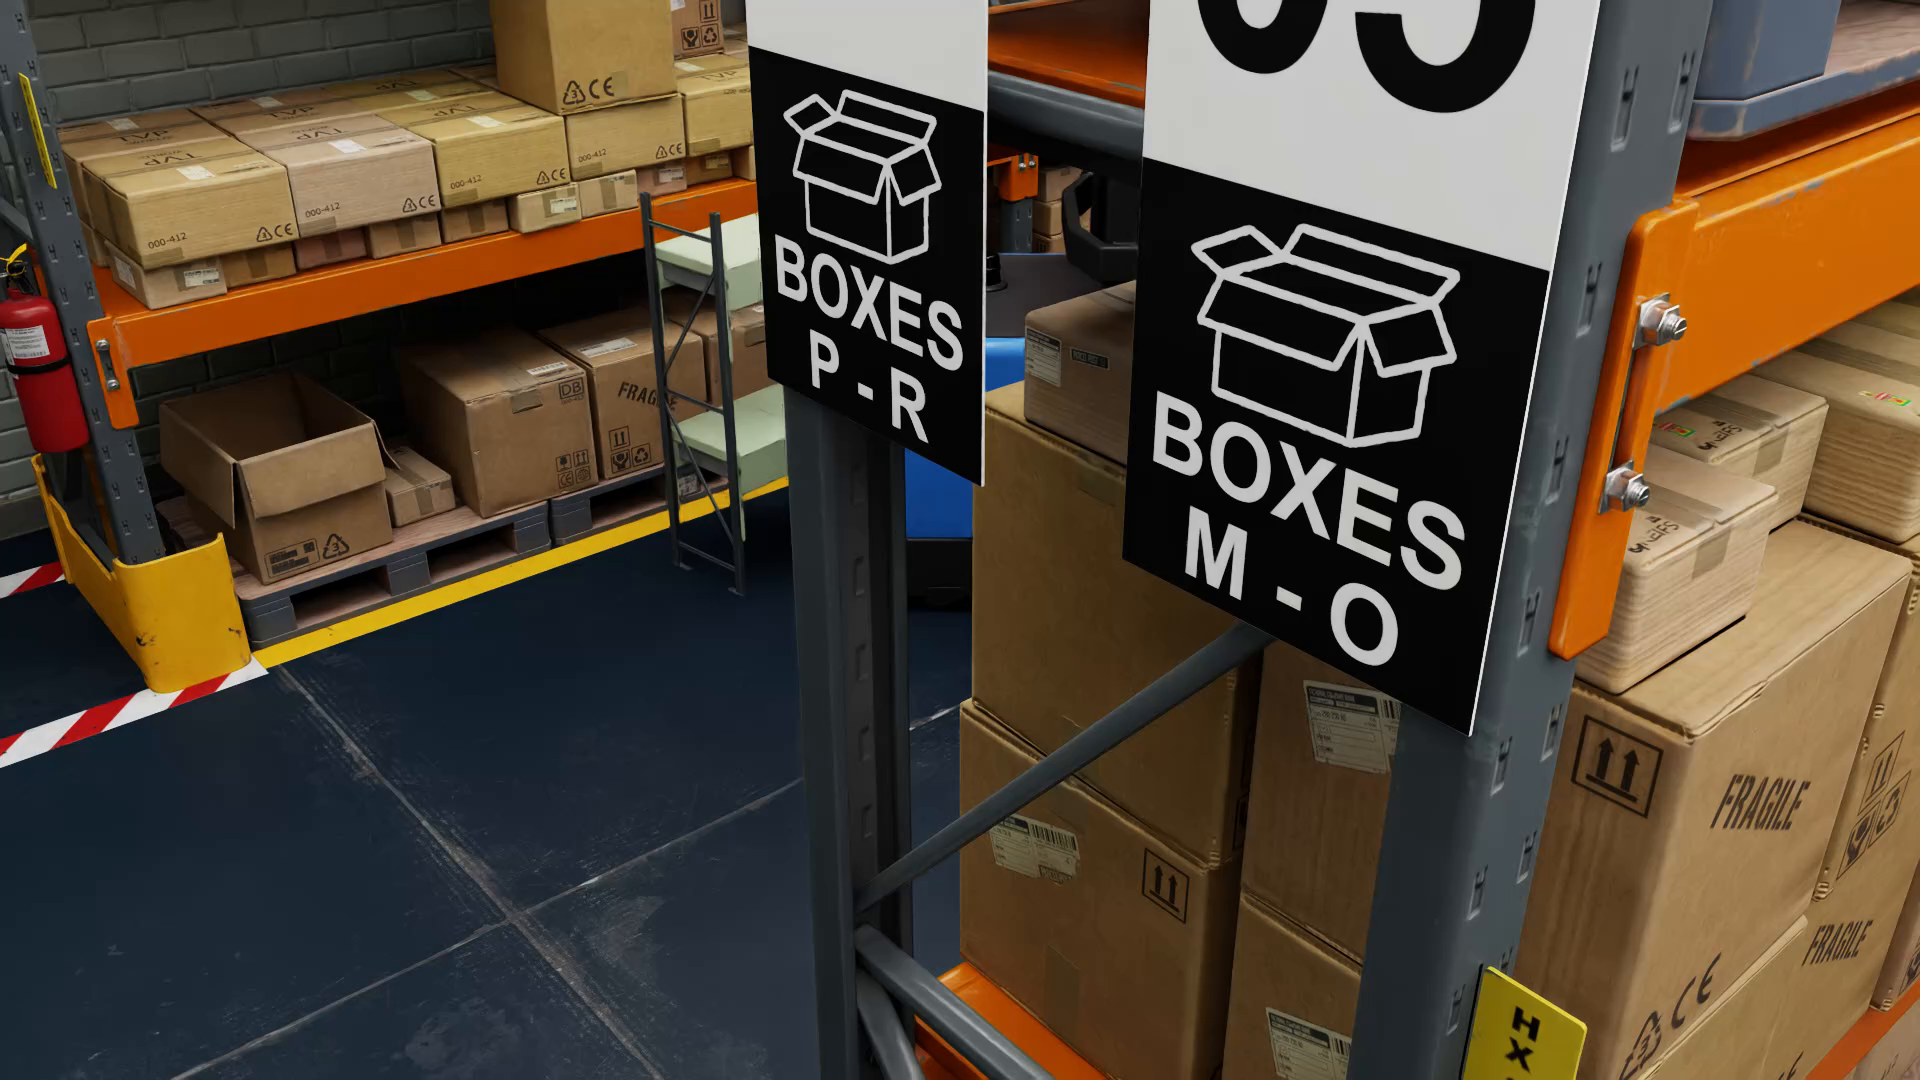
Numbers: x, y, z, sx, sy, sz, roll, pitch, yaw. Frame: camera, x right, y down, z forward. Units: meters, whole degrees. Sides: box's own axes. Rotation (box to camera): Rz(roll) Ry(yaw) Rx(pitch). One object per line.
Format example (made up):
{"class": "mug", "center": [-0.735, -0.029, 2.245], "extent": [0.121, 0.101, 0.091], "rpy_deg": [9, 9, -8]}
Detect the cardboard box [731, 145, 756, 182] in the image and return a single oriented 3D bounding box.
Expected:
{"class": "cardboard box", "center": [-0.867, -1.608, 6.842], "extent": [0.250, 0.149, 0.380], "rpy_deg": [-22, 35, -36]}

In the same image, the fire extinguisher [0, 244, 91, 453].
{"class": "fire extinguisher", "center": [-2.884, -0.608, 5.183], "extent": [0.183, 0.674, 0.296], "rpy_deg": [-22, 35, -35]}

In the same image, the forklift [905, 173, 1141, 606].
{"class": "forklift", "center": [1.210, -1.259, 5.996], "extent": [3.031, 2.935, 1.130], "rpy_deg": [0, 28, 1]}

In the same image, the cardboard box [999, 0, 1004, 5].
{"class": "cardboard box", "center": [0.484, -2.538, 7.765], "extent": [0.500, 0.500, 0.700], "rpy_deg": [-21, 35, -34]}

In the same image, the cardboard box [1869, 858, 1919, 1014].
{"class": "cardboard box", "center": [1.469, 0.360, 2.788], "extent": [0.500, 0.500, 0.500], "rpy_deg": [-22, 35, -35]}

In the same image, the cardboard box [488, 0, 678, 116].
{"class": "cardboard box", "center": [-1.411, -1.914, 6.197], "extent": [0.500, 0.500, 0.500], "rpy_deg": [-21, 35, -34]}

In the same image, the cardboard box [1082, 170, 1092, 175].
{"class": "cardboard box", "center": [0.583, -1.852, 8.235], "extent": [0.250, 0.149, 0.380], "rpy_deg": [-24, 36, -37]}

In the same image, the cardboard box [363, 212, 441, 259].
{"class": "cardboard box", "center": [-2.071, -1.151, 5.988], "extent": [0.250, 0.149, 0.380], "rpy_deg": [-21, 34, -33]}

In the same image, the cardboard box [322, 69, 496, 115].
{"class": "cardboard box", "center": [-2.122, -1.625, 6.452], "extent": [0.500, 0.250, 0.500], "rpy_deg": [-21, 34, -33]}

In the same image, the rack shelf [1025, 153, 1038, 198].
{"class": "rack shelf", "center": [1.492, -2.535, 9.075], "extent": [4.000, 0.370, 1.077], "rpy_deg": [-22, 35, -35]}

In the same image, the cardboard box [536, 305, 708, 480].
{"class": "cardboard box", "center": [-1.403, -0.626, 6.946], "extent": [0.500, 0.500, 0.500], "rpy_deg": [-21, 35, -34]}

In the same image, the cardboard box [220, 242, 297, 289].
{"class": "cardboard box", "center": [-2.481, -1.003, 5.711], "extent": [0.250, 0.149, 0.380], "rpy_deg": [-21, 35, -34]}

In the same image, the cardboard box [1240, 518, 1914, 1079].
{"class": "cardboard box", "center": [0.702, 0.232, 1.967], "extent": [0.500, 0.500, 0.500], "rpy_deg": [-23, 36, -36]}

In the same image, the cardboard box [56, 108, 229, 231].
{"class": "cardboard box", "center": [-2.895, -1.318, 5.877], "extent": [0.500, 0.250, 0.500], "rpy_deg": [-21, 34, -34]}

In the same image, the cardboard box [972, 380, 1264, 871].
{"class": "cardboard box", "center": [0.364, 0.044, 2.319], "extent": [0.500, 0.500, 0.500], "rpy_deg": [-21, 34, -33]}

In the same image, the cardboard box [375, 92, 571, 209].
{"class": "cardboard box", "center": [-1.785, -1.435, 6.096], "extent": [0.500, 0.250, 0.500], "rpy_deg": [-23, 36, -36]}

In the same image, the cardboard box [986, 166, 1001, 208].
{"class": "cardboard box", "center": [0.064, -1.826, 8.502], "extent": [0.250, 0.149, 0.380], "rpy_deg": [-24, 36, -37]}

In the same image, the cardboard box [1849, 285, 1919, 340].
{"class": "cardboard box", "center": [1.216, -0.250, 2.180], "extent": [0.250, 0.149, 0.380], "rpy_deg": [-23, 36, -36]}

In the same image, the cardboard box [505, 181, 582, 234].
{"class": "cardboard box", "center": [-1.632, -1.285, 6.238], "extent": [0.250, 0.149, 0.380], "rpy_deg": [-23, 36, -36]}

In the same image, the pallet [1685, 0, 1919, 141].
{"class": "pallet", "center": [0.710, -0.753, 1.888], "extent": [1.213, 0.211, 1.003], "rpy_deg": [-22, 35, -35]}

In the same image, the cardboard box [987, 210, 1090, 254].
{"class": "cardboard box", "center": [0.485, -1.391, 8.377], "extent": [0.500, 0.500, 0.500], "rpy_deg": [-20, 34, -33]}

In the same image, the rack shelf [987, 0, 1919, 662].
{"class": "rack shelf", "center": [1.674, -0.856, 2.750], "extent": [4.000, 0.370, 1.077], "rpy_deg": [-22, 35, -35]}

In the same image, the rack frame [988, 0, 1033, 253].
{"class": "rack frame", "center": [-0.029, -2.241, 7.761], "extent": [0.127, 3.000, 1.000], "rpy_deg": [-22, 35, -35]}

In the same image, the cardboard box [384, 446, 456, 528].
{"class": "cardboard box", "center": [-2.197, -0.214, 6.547], "extent": [0.250, 0.149, 0.380], "rpy_deg": [-24, 36, -37]}

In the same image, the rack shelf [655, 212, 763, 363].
{"class": "rack shelf", "center": [-0.733, -0.980, 6.164], "extent": [0.431, 0.370, 0.720], "rpy_deg": [22, 35, 35]}

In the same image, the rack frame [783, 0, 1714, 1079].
{"class": "rack frame", "center": [0.150, 0.760, 2.145], "extent": [0.053, 2.616, 0.949], "rpy_deg": [-22, 35, -35]}

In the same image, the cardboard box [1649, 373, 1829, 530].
{"class": "cardboard box", "center": [0.755, -0.125, 1.946], "extent": [0.250, 0.149, 0.380], "rpy_deg": [-21, 35, -34]}

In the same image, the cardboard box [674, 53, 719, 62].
{"class": "cardboard box", "center": [-1.352, -1.938, 7.038], "extent": [0.500, 0.250, 0.500], "rpy_deg": [-21, 35, -34]}

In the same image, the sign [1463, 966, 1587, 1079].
{"class": "sign", "center": [0.508, 0.546, 1.544], "extent": [0.005, 0.325, 0.100], "rpy_deg": [-22, 35, -35]}

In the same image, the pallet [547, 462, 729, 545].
{"class": "pallet", "center": [-1.481, -0.426, 7.323], "extent": [1.213, 0.211, 1.003], "rpy_deg": [-22, 35, -35]}

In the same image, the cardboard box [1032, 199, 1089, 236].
{"class": "cardboard box", "center": [0.416, -1.624, 8.125], "extent": [0.250, 0.149, 0.380], "rpy_deg": [-20, 34, -33]}

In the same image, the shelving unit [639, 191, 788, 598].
{"class": "shelving unit", "center": [-0.733, -0.636, 6.348], "extent": [0.431, 1.500, 0.755], "rpy_deg": [22, 35, 35]}

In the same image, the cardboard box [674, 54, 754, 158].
{"class": "cardboard box", "center": [-1.018, -1.756, 6.697], "extent": [0.500, 0.250, 0.500], "rpy_deg": [-22, 35, -35]}

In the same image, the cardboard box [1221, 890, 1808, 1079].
{"class": "cardboard box", "center": [0.704, 0.674, 2.201], "extent": [0.500, 0.500, 0.500], "rpy_deg": [-22, 35, -35]}

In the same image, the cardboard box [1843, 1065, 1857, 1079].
{"class": "cardboard box", "center": [1.280, 1.186, 3.622], "extent": [0.875, 0.438, 0.875], "rpy_deg": [-21, 34, -34]}

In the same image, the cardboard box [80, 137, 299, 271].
{"class": "cardboard box", "center": [-2.552, -1.124, 5.515], "extent": [0.500, 0.250, 0.500], "rpy_deg": [-22, 35, -35]}

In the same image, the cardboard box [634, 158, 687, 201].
{"class": "cardboard box", "center": [-1.293, -1.476, 6.596], "extent": [0.250, 0.149, 0.380], "rpy_deg": [-22, 35, -35]}

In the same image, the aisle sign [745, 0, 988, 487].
{"class": "aisle sign", "center": [-0.104, -0.474, 1.697], "extent": [0.004, 0.787, 0.394], "rpy_deg": [-22, 35, -35]}
